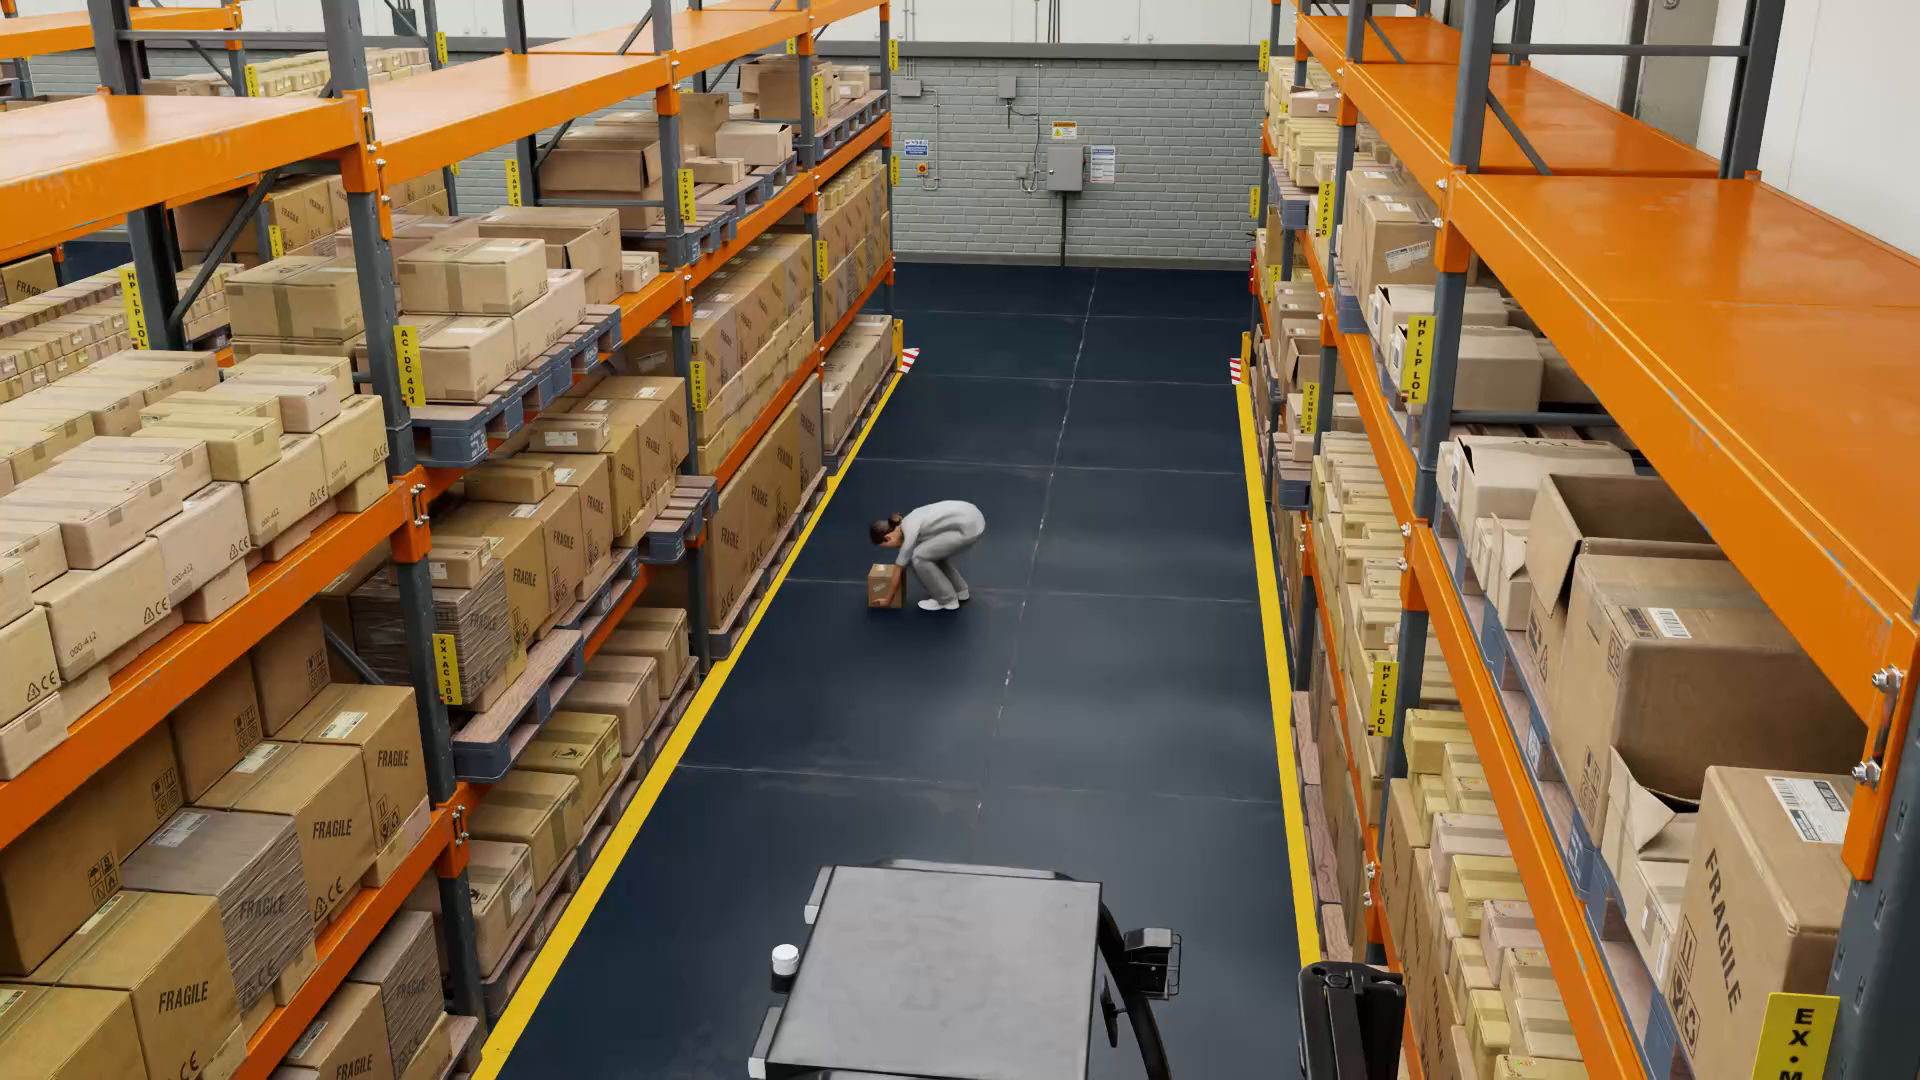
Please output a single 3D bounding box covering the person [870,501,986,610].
[{"bbox_3d":[-0.243,0.112,12.430,0.861,0.819,0.464,2,21,4],"label":"person"}]
